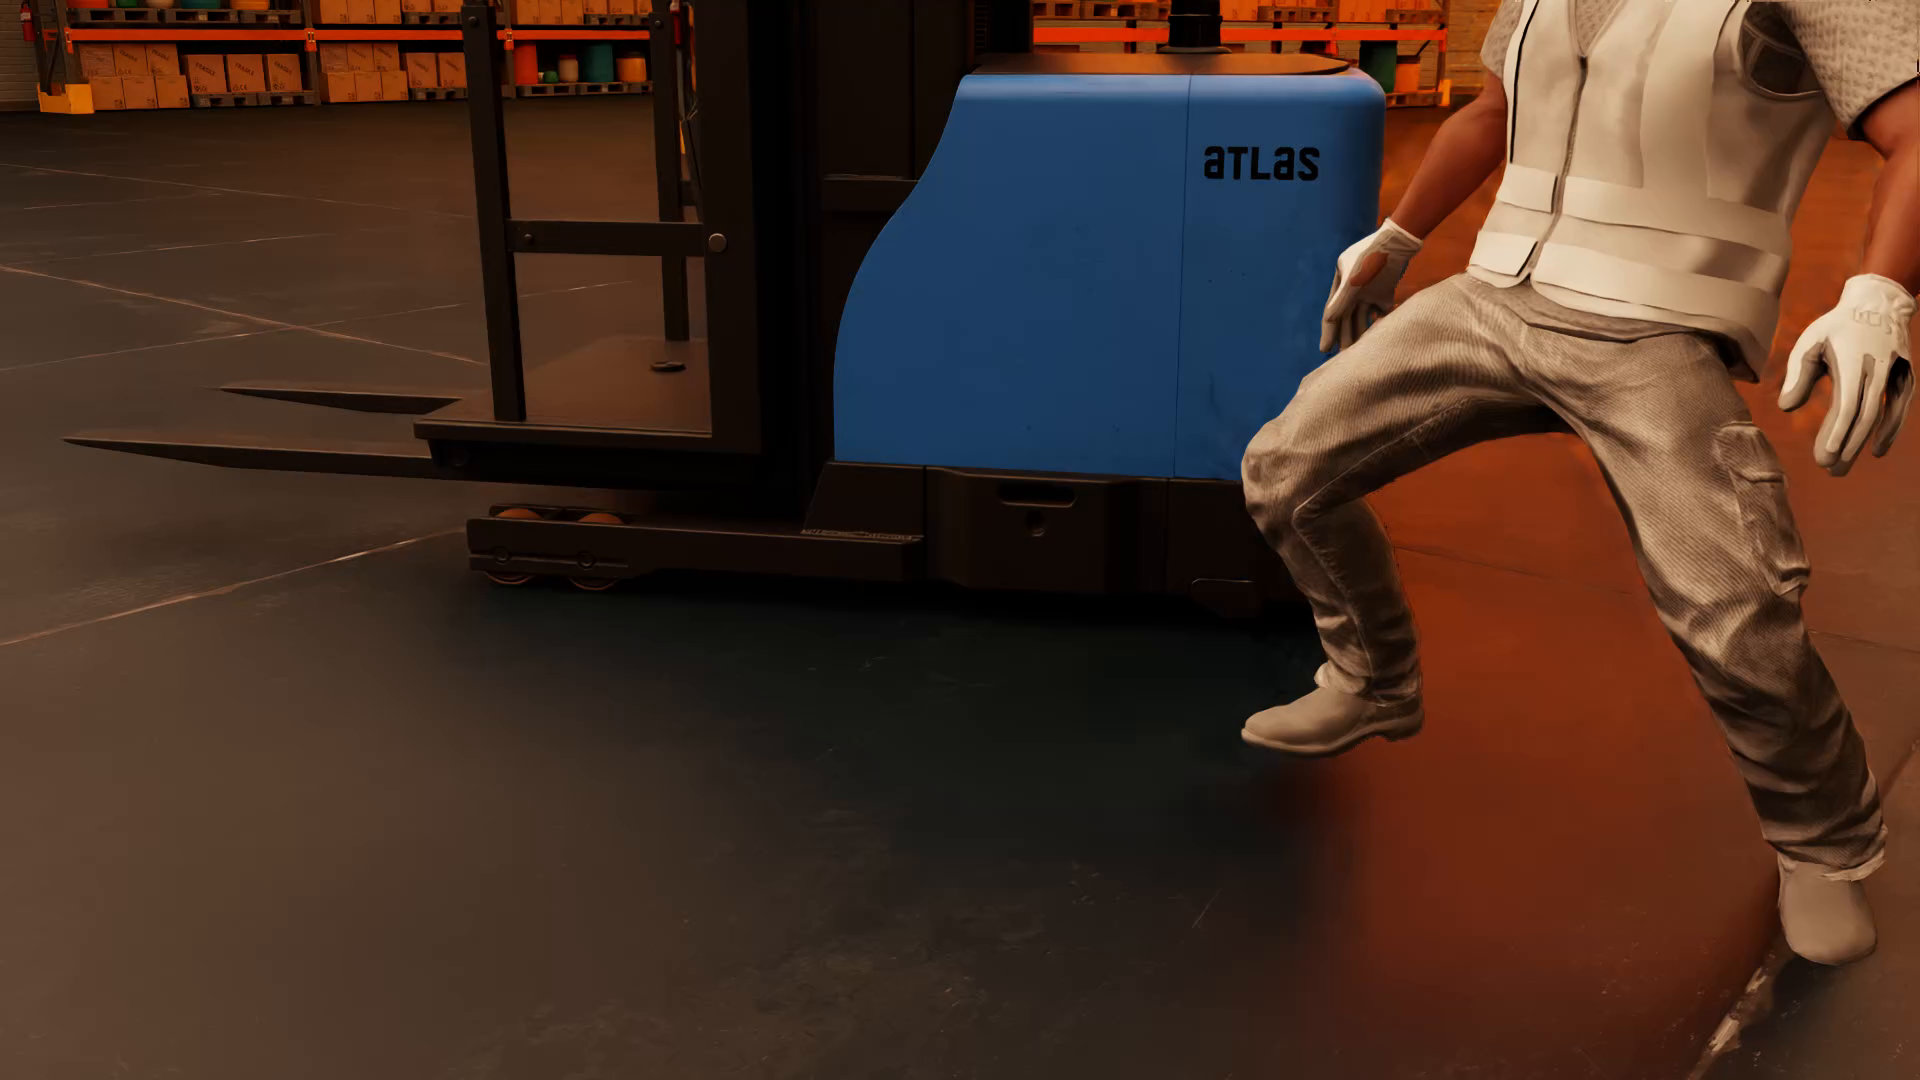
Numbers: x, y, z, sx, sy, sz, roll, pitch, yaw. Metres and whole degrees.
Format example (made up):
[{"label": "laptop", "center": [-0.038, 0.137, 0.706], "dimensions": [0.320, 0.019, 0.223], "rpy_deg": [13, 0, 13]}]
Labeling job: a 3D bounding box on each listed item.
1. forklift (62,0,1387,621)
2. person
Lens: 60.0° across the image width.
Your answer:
[{"label": "forklift", "center": [-0.598, -1.438, 3.633], "dimensions": [3.031, 2.935, 1.130], "rpy_deg": [3, 17, 11]}, {"label": "person", "center": [0.869, -0.305, 2.179], "dimensions": [0.671, 1.656, 1.014], "rpy_deg": [-8, 19, -26]}]
